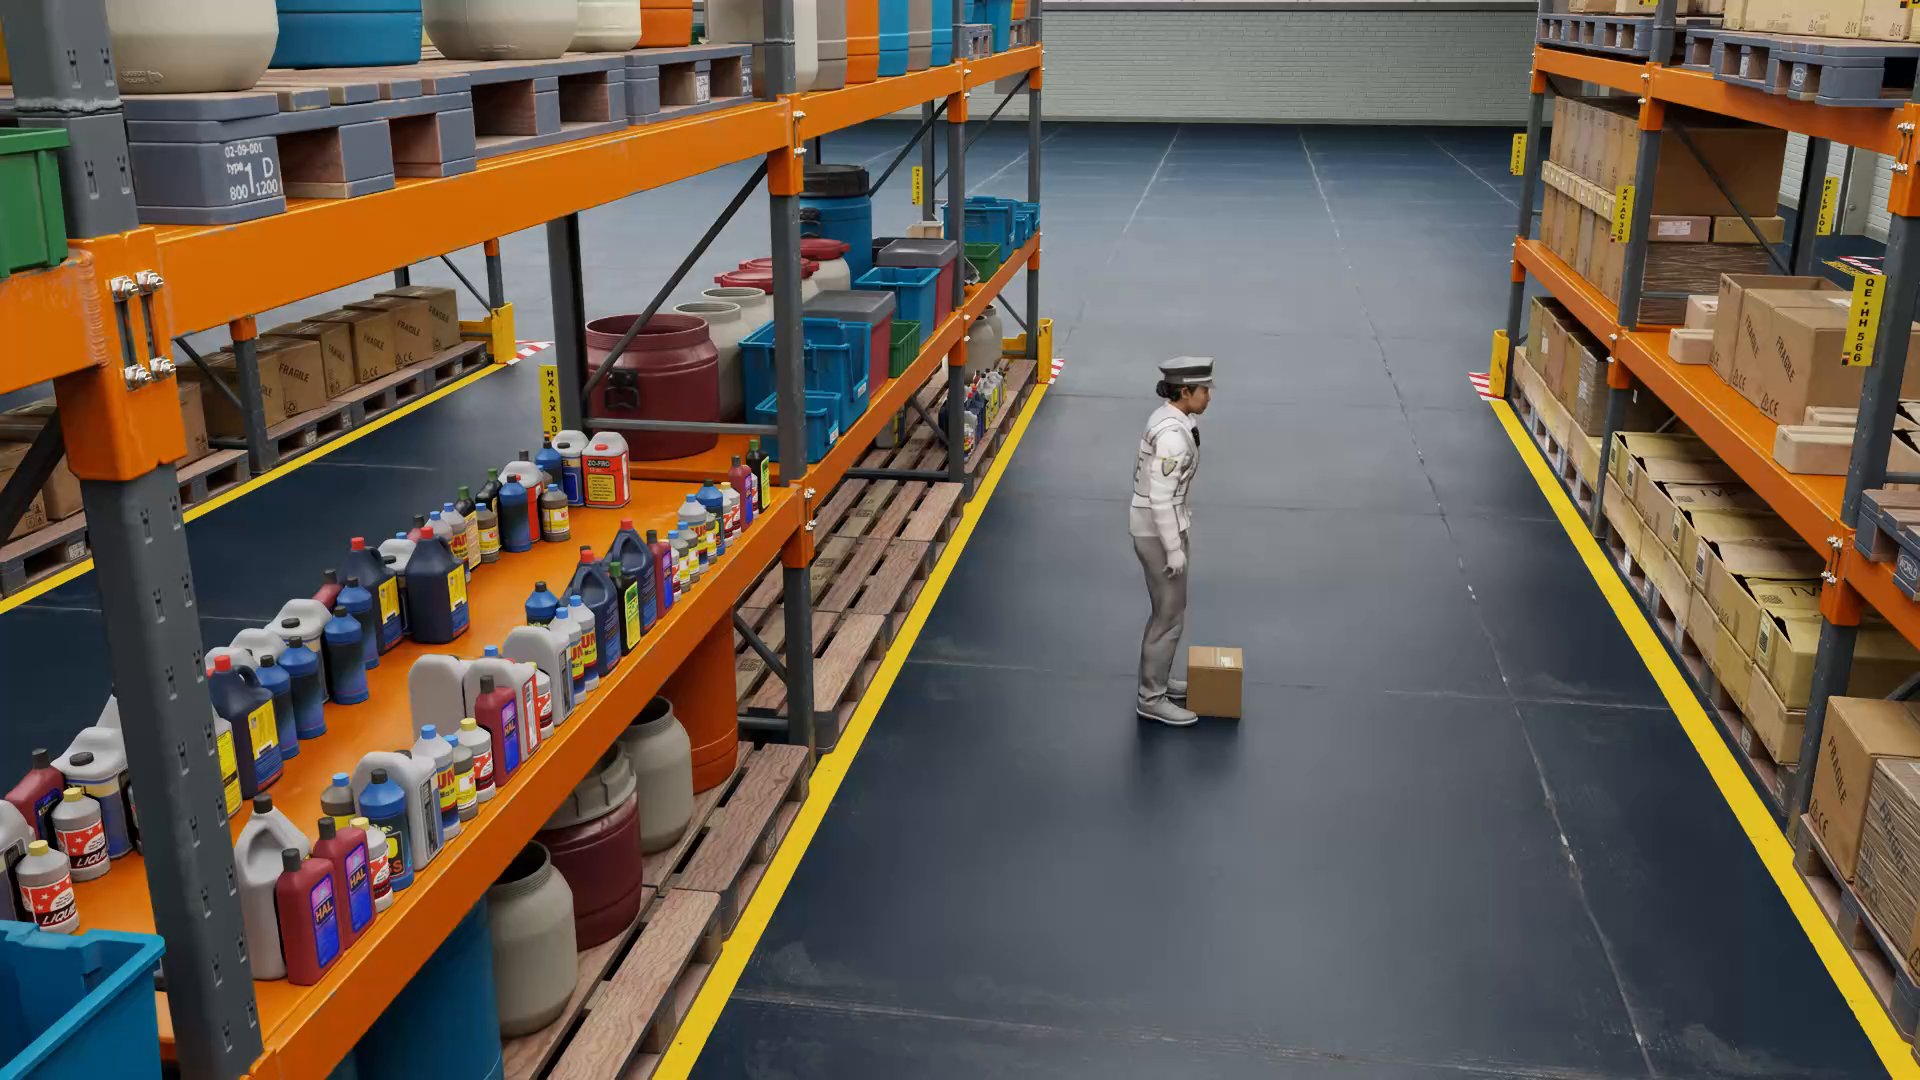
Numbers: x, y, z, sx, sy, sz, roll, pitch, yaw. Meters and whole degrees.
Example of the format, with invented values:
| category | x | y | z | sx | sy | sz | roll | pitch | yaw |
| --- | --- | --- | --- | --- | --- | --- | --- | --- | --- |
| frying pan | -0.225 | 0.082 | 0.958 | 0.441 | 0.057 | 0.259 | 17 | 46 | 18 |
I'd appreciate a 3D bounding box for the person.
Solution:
| category | x | y | z | sx | sy | sz | roll | pitch | yaw |
| --- | --- | --- | --- | --- | --- | --- | --- | --- | --- |
| person | 0.953 | -0.016 | 7.598 | 0.371 | 1.664 | 0.529 | 3 | 18 | 9 |
